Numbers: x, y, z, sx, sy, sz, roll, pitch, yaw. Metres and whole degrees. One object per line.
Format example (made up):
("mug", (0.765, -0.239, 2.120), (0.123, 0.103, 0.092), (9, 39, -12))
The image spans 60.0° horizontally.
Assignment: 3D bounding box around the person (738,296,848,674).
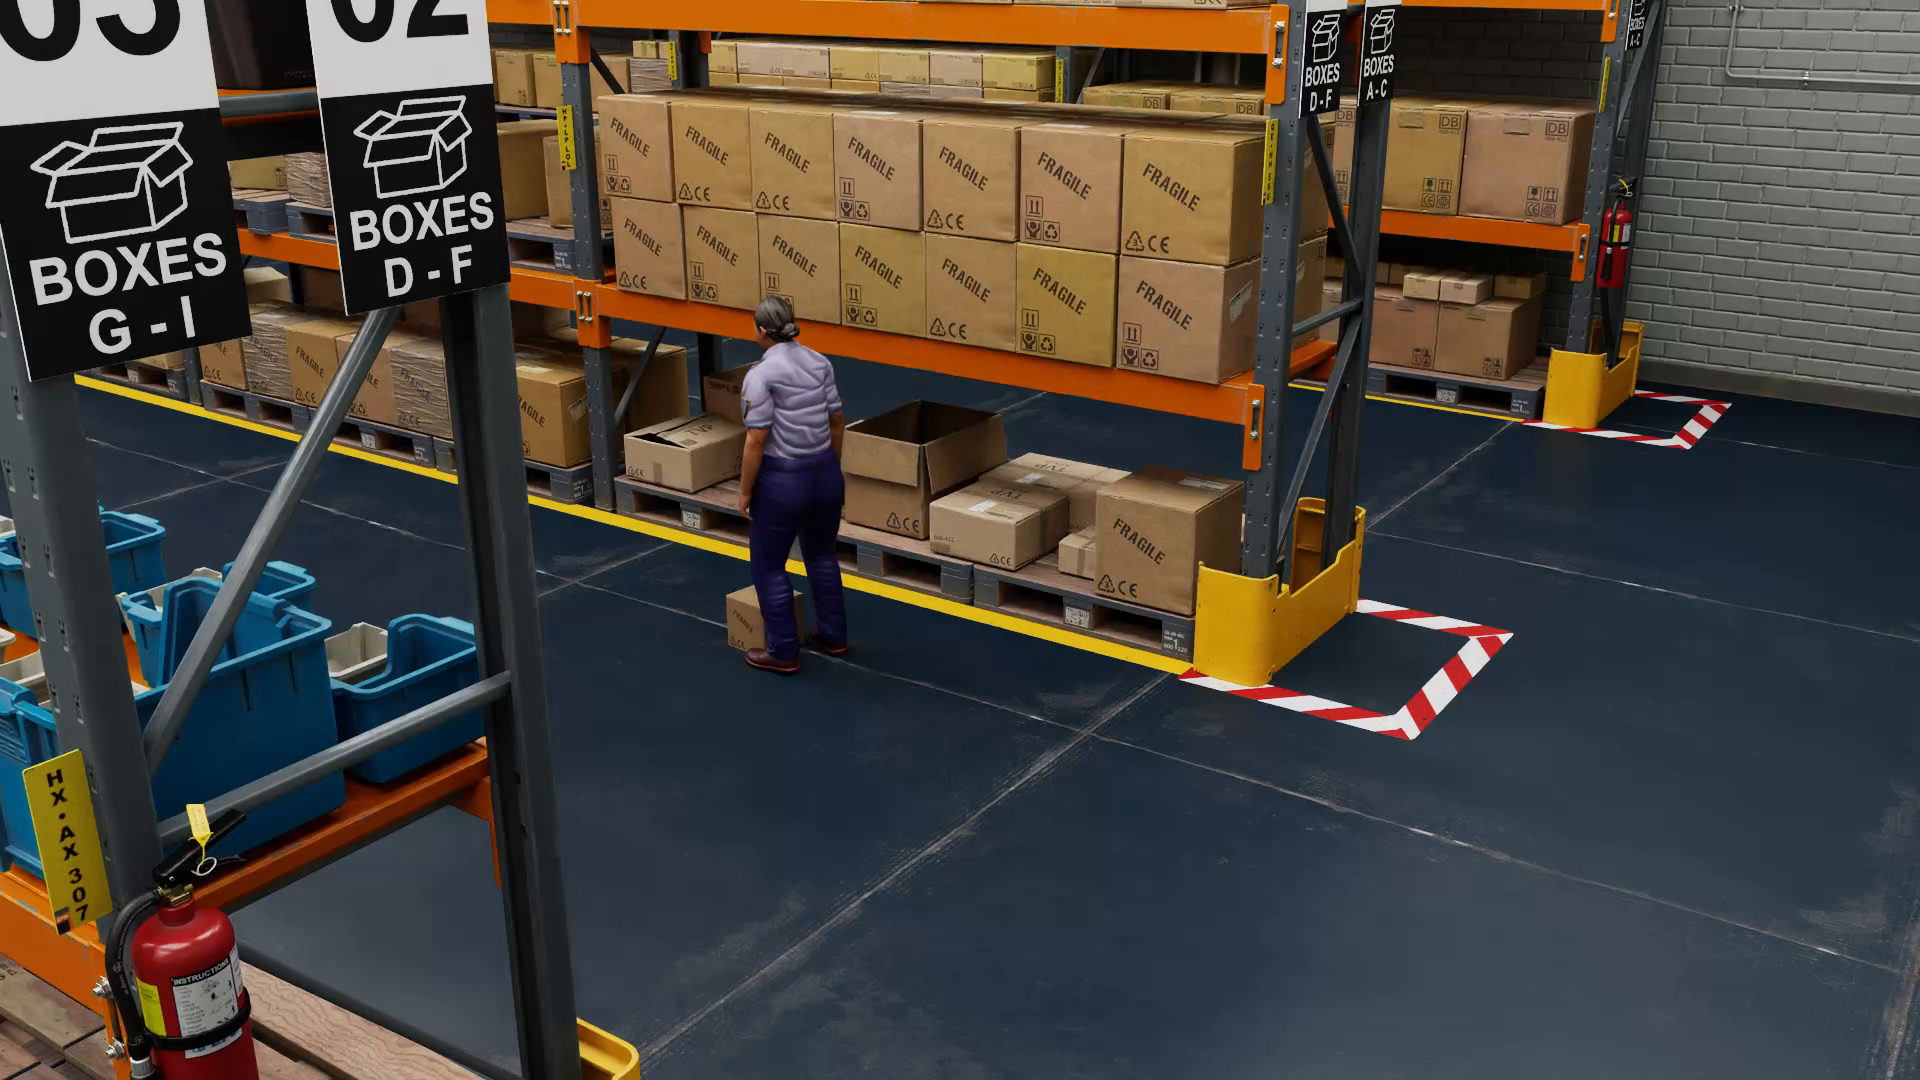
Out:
("person", (-0.723, -0.236, 7.235), (0.538, 1.652, 0.371), (-18, 26, -40))
